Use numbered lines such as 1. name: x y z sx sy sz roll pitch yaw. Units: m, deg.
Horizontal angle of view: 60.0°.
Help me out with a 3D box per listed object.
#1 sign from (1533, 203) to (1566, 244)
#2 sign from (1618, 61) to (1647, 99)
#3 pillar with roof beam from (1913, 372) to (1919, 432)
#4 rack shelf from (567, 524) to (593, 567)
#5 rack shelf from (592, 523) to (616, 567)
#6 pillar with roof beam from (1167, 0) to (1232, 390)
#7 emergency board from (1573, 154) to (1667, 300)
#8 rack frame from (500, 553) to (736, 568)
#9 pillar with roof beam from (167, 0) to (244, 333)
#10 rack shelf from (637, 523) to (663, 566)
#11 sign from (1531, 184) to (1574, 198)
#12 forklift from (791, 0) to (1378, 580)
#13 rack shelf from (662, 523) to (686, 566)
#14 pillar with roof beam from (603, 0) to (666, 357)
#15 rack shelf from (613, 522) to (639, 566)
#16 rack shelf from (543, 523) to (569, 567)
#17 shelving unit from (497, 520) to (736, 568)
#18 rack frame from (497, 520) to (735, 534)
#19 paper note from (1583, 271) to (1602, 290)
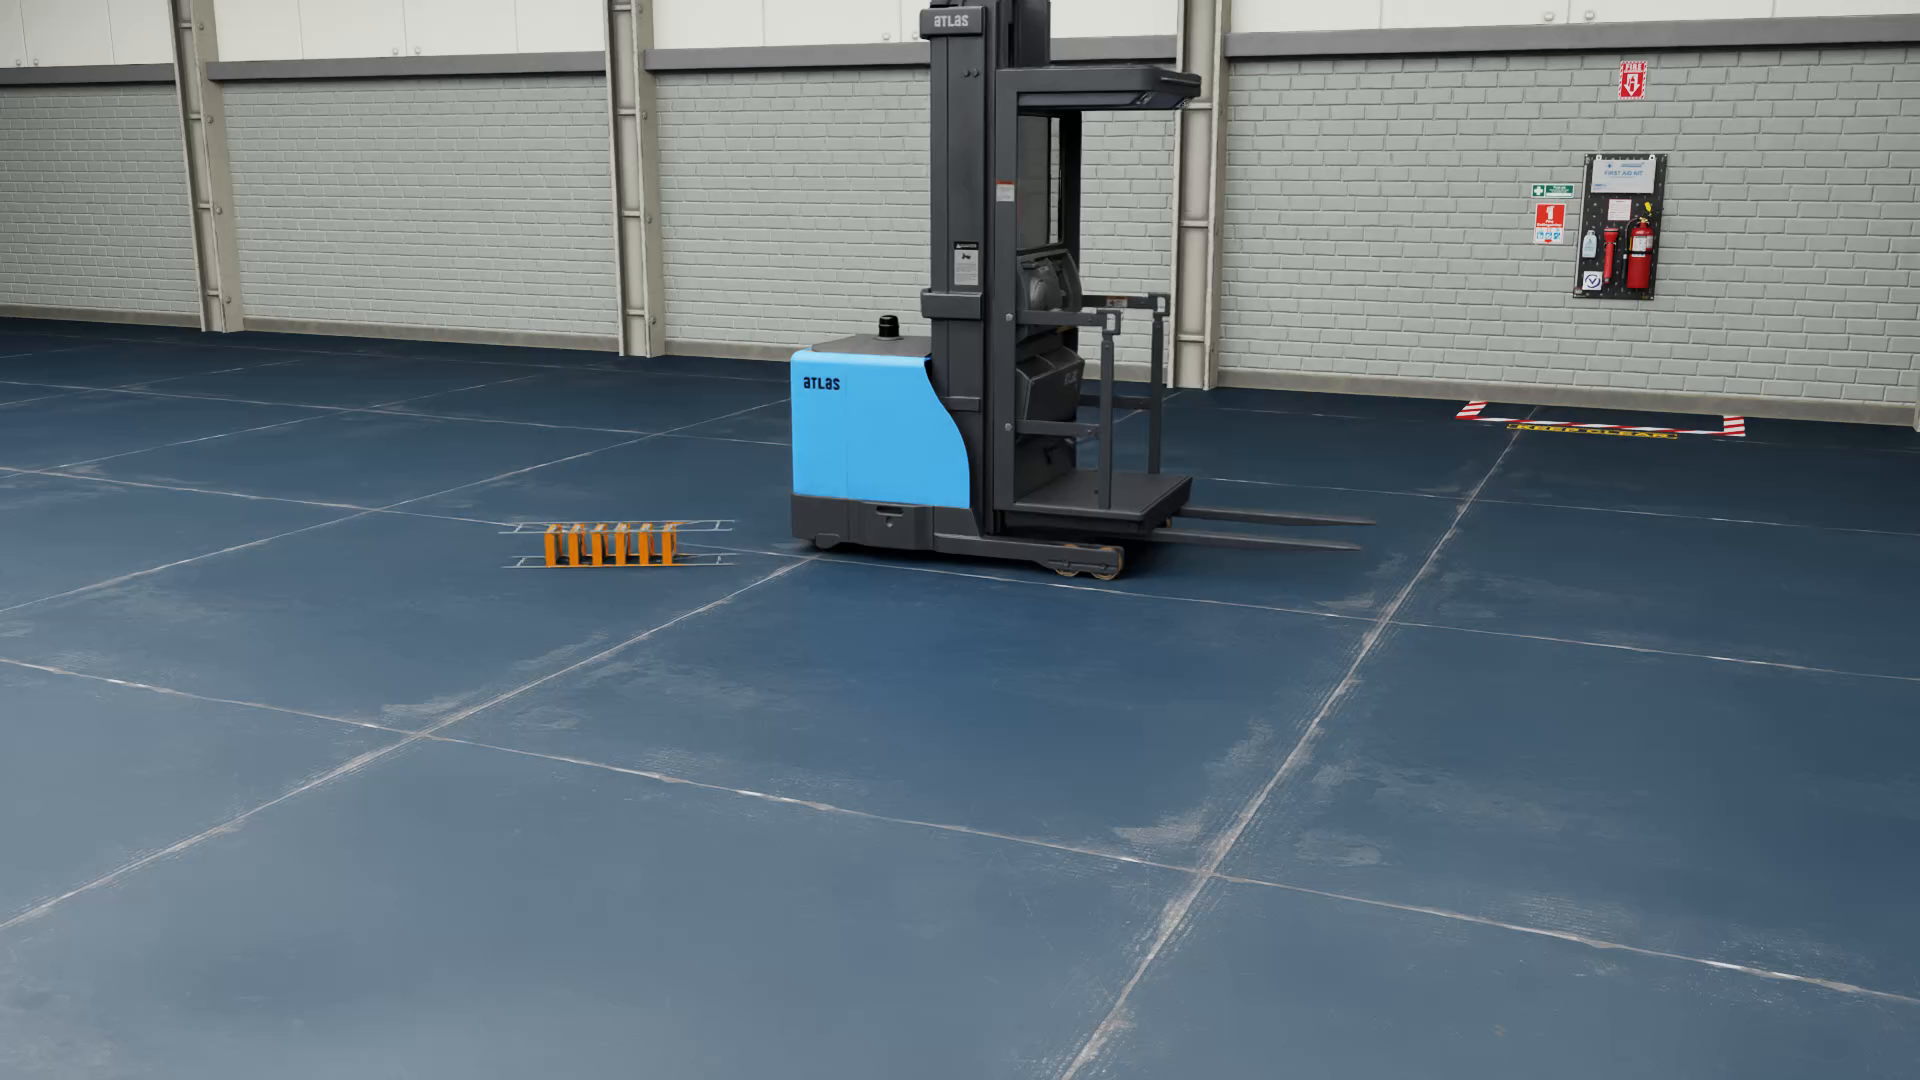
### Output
1. sign: 4.908 -2.636 13.842 0.234 0.329 0.001 6 14 23
2. sign: 5.405 -3.696 13.364 0.199 0.298 0.001 6 14 23
3. pillar with roof beam: 5.872 -4.330 8.011 0.400 9.000 9.100 6 14 23
4. rack shelf: -1.988 0.023 8.732 0.103 0.180 0.258 -1 13 -3
5. rack shelf: -1.869 0.022 8.739 0.103 0.180 0.258 -1 13 -3
6. pillar with roof beam: 0.386 -4.886 10.377 0.400 9.000 9.100 6 14 23
7. emergency board: 5.372 -2.545 13.537 0.643 1.169 0.194 6 14 23
8. rack frame: -1.793 0.110 8.764 1.200 0.006 0.240 -1 13 -3
9. pillar with roof beam: -10.586 -5.996 15.109 0.400 9.000 9.100 6 14 23
10. rack shelf: -1.629 0.018 8.753 0.103 0.180 0.258 -1 13 -3
11. sign: 4.908 -2.891 13.772 0.331 0.109 0.001 6 14 23
12. forklift: 0.655 -1.360 8.635 3.031 2.935 1.130 5 14 20
13. rack shelf: -1.509 0.017 8.760 0.103 0.180 0.258 -1 13 -3
14. pillar with roof beam: -5.100 -5.441 12.743 0.400 9.000 9.100 6 14 23
15. rack shelf: -1.749 0.020 8.746 0.103 0.180 0.258 -1 13 -3
16. rack shelf: -2.108 0.025 8.726 0.103 0.180 0.258 -1 13 -3
17. shelving unit: -1.793 0.021 8.743 1.200 0.189 0.258 -1 13 -3
18. rack frame: -1.793 -0.069 8.723 1.200 0.006 0.240 -1 13 -3
19. paper note: 5.238 -2.147 13.769 0.142 0.148 0.016 6 14 23
